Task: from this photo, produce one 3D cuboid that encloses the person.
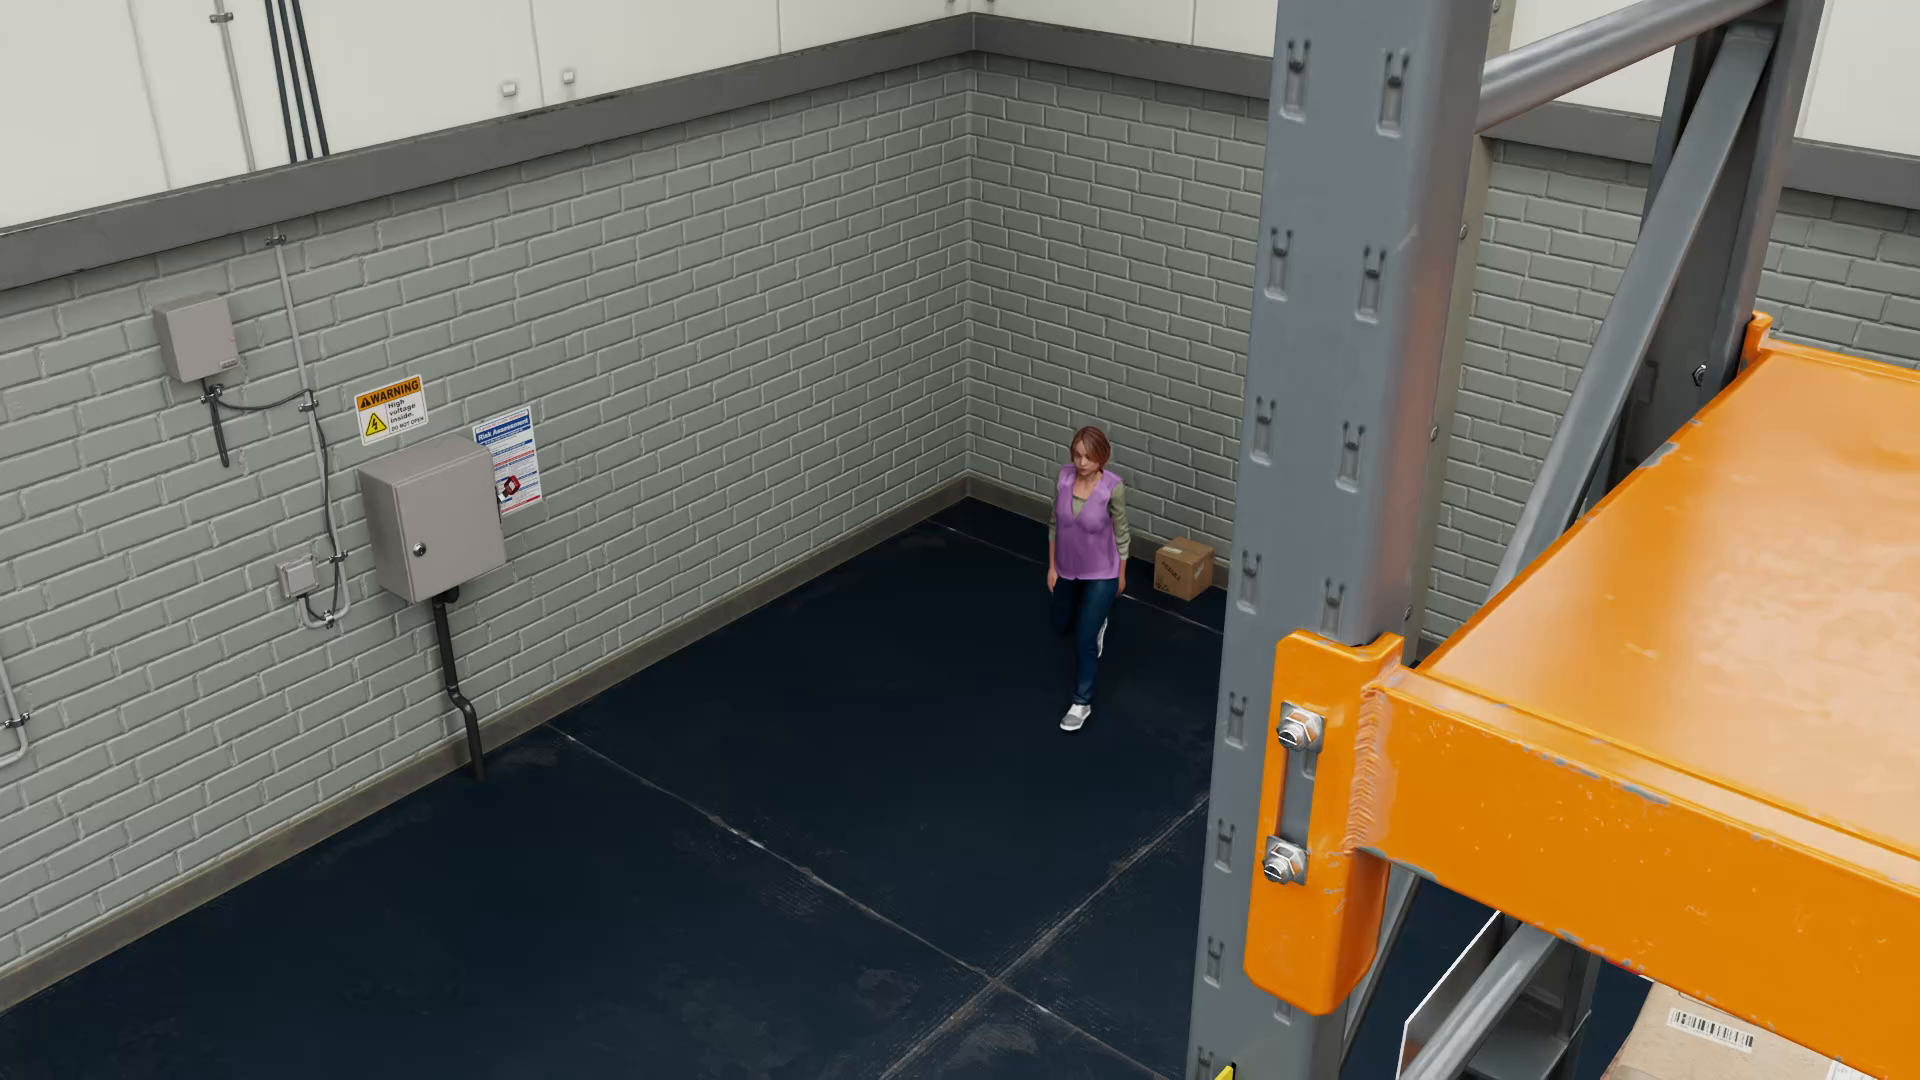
[{"bbox_3d":[0.668,0.124,8.373,0.406,1.571,0.759,16,32,27],"label":"person"}]
